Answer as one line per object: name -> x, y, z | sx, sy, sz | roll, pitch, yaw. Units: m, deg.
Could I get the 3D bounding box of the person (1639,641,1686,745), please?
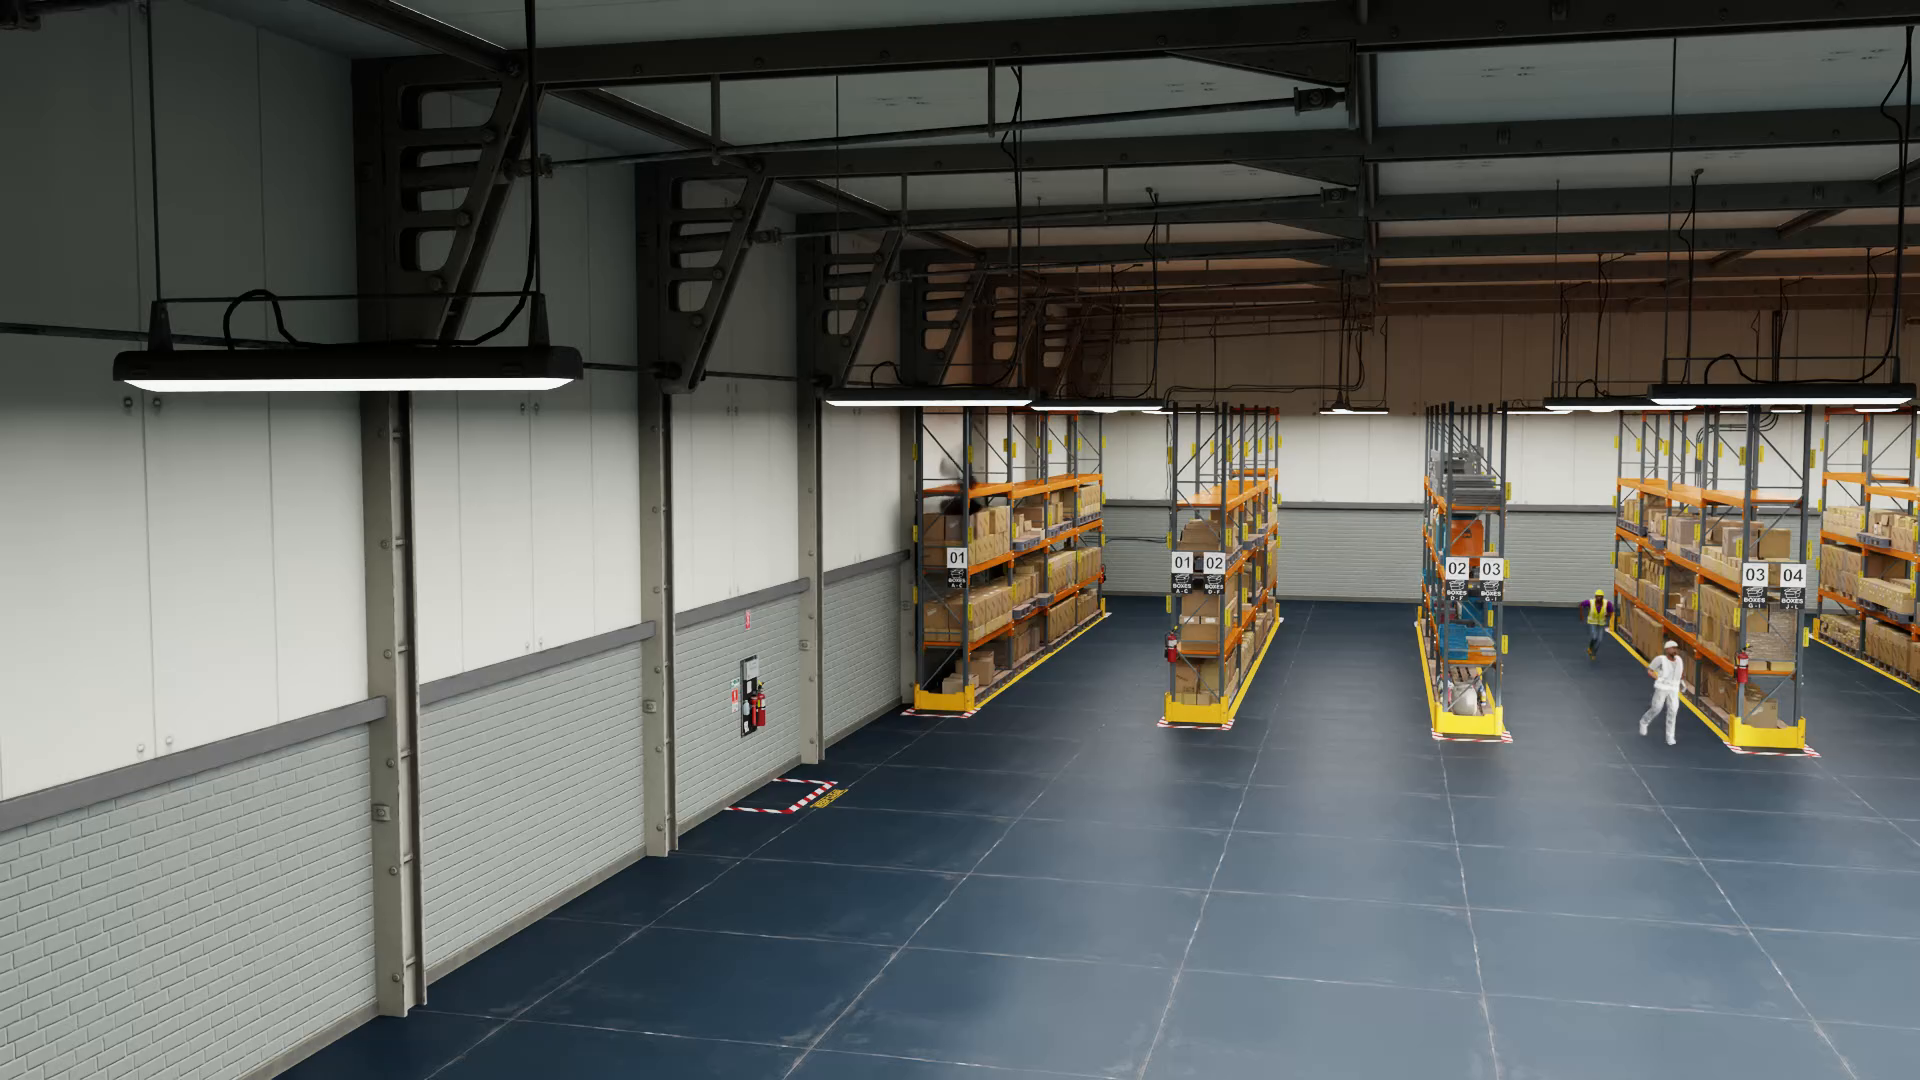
person -> 12.516, 2.658, 29.383 | 0.744, 1.762, 0.967 | 0, 4, -4

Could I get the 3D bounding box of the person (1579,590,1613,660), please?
person -> 14.937, 1.996, 39.022 | 0.685, 1.679, 0.781 | 0, 4, 5
